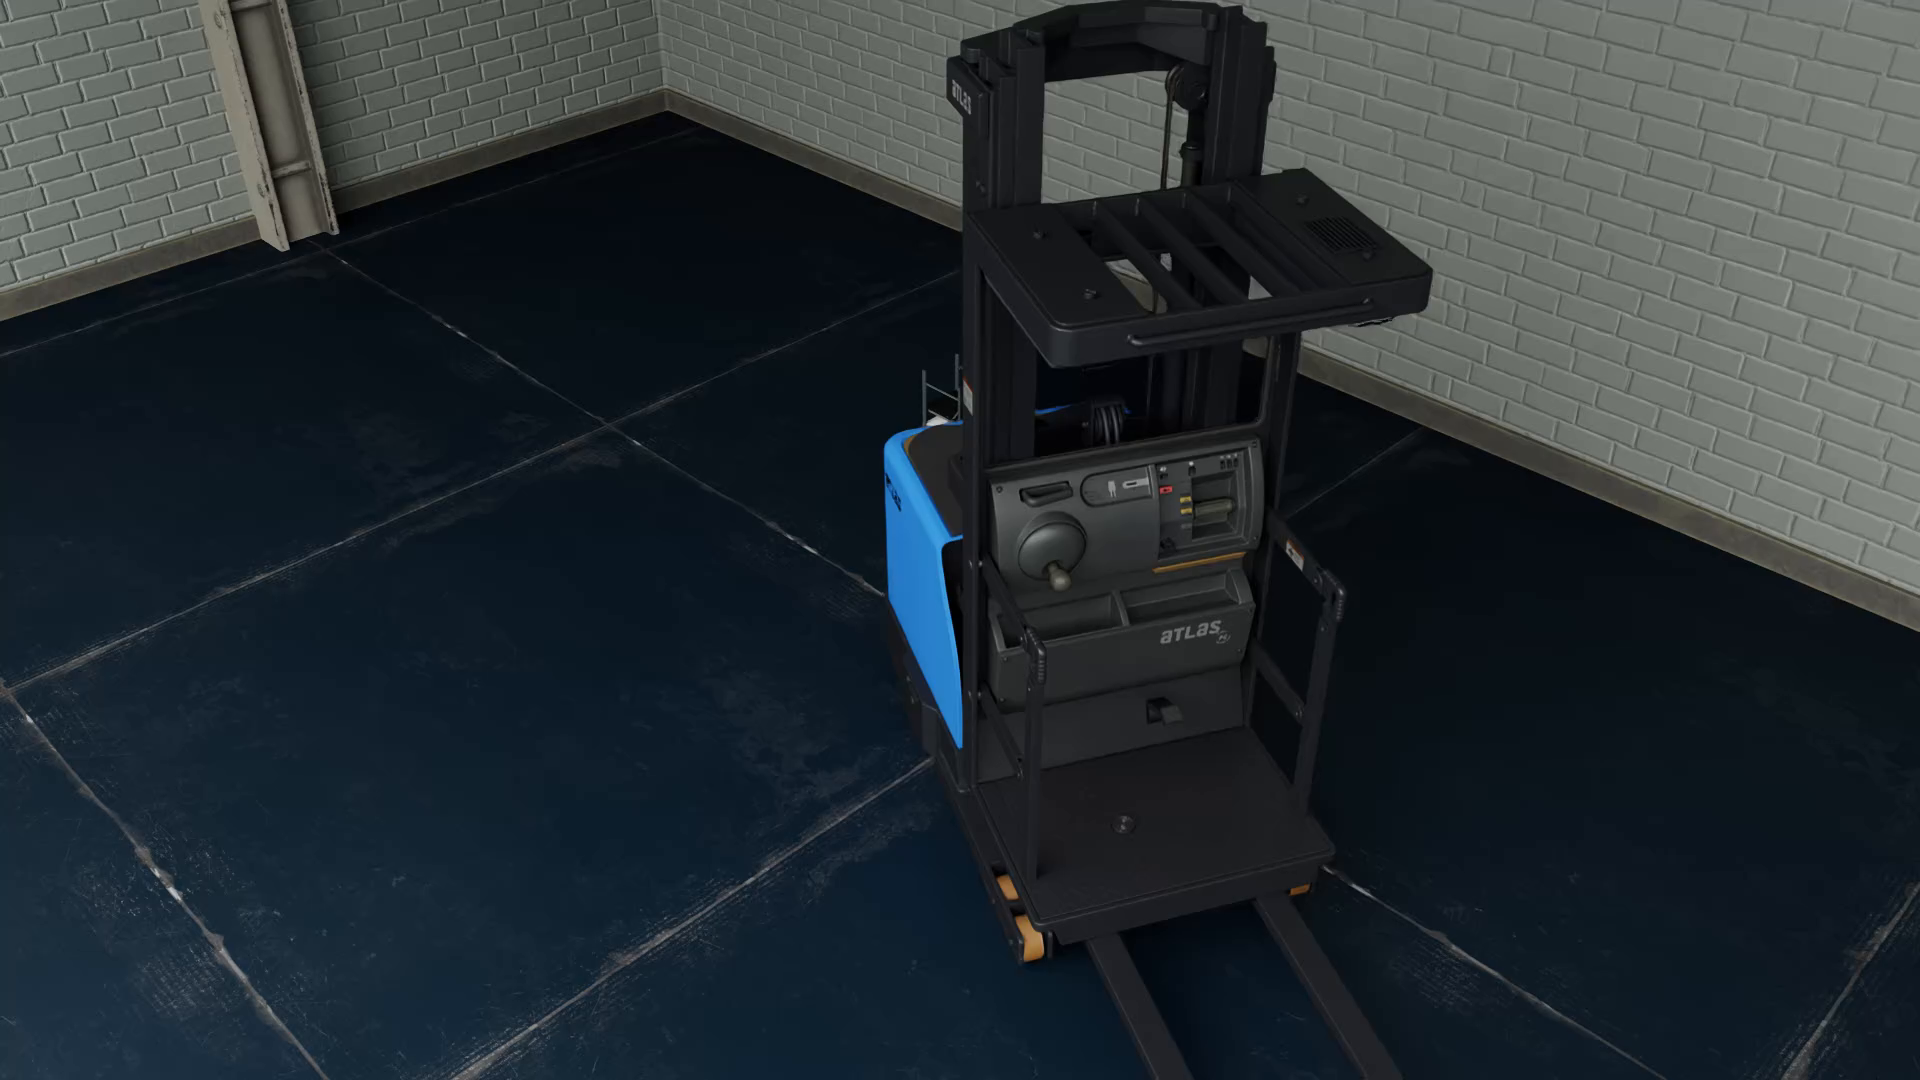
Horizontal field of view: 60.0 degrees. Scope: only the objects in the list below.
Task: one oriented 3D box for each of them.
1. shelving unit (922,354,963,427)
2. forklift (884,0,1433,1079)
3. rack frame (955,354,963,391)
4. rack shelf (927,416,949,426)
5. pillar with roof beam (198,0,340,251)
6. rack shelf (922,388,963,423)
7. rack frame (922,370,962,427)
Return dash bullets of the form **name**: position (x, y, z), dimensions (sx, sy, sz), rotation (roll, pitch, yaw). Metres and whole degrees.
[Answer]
- **shelving unit**: position (-0.006, -0.366, 7.488), dimensions (0.258, 0.900, 0.210), rotation (30, 45, 35)
- **forklift**: position (0.618, -0.021, 5.218), dimensions (1.130, 2.935, 3.031), rotation (-10, 36, -14)
- **rack frame**: position (0.066, -0.407, 7.547), dimensions (0.240, 0.900, 0.006), rotation (30, 45, 35)
- **rack shelf**: position (-0.006, -0.486, 7.404), dimensions (0.258, 0.077, 0.200), rotation (30, 45, 35)
- **pillar with roof beam**: position (-1.120, -3.887, 5.456), dimensions (9.100, 9.000, 0.400), rotation (30, 45, 35)
- **rack shelf**: position (-0.006, -0.560, 7.352), dimensions (0.258, 0.077, 0.200), rotation (30, 45, 35)
- **rack frame**: position (-0.077, -0.325, 7.429), dimensions (0.240, 0.900, 0.006), rotation (30, 45, 35)
